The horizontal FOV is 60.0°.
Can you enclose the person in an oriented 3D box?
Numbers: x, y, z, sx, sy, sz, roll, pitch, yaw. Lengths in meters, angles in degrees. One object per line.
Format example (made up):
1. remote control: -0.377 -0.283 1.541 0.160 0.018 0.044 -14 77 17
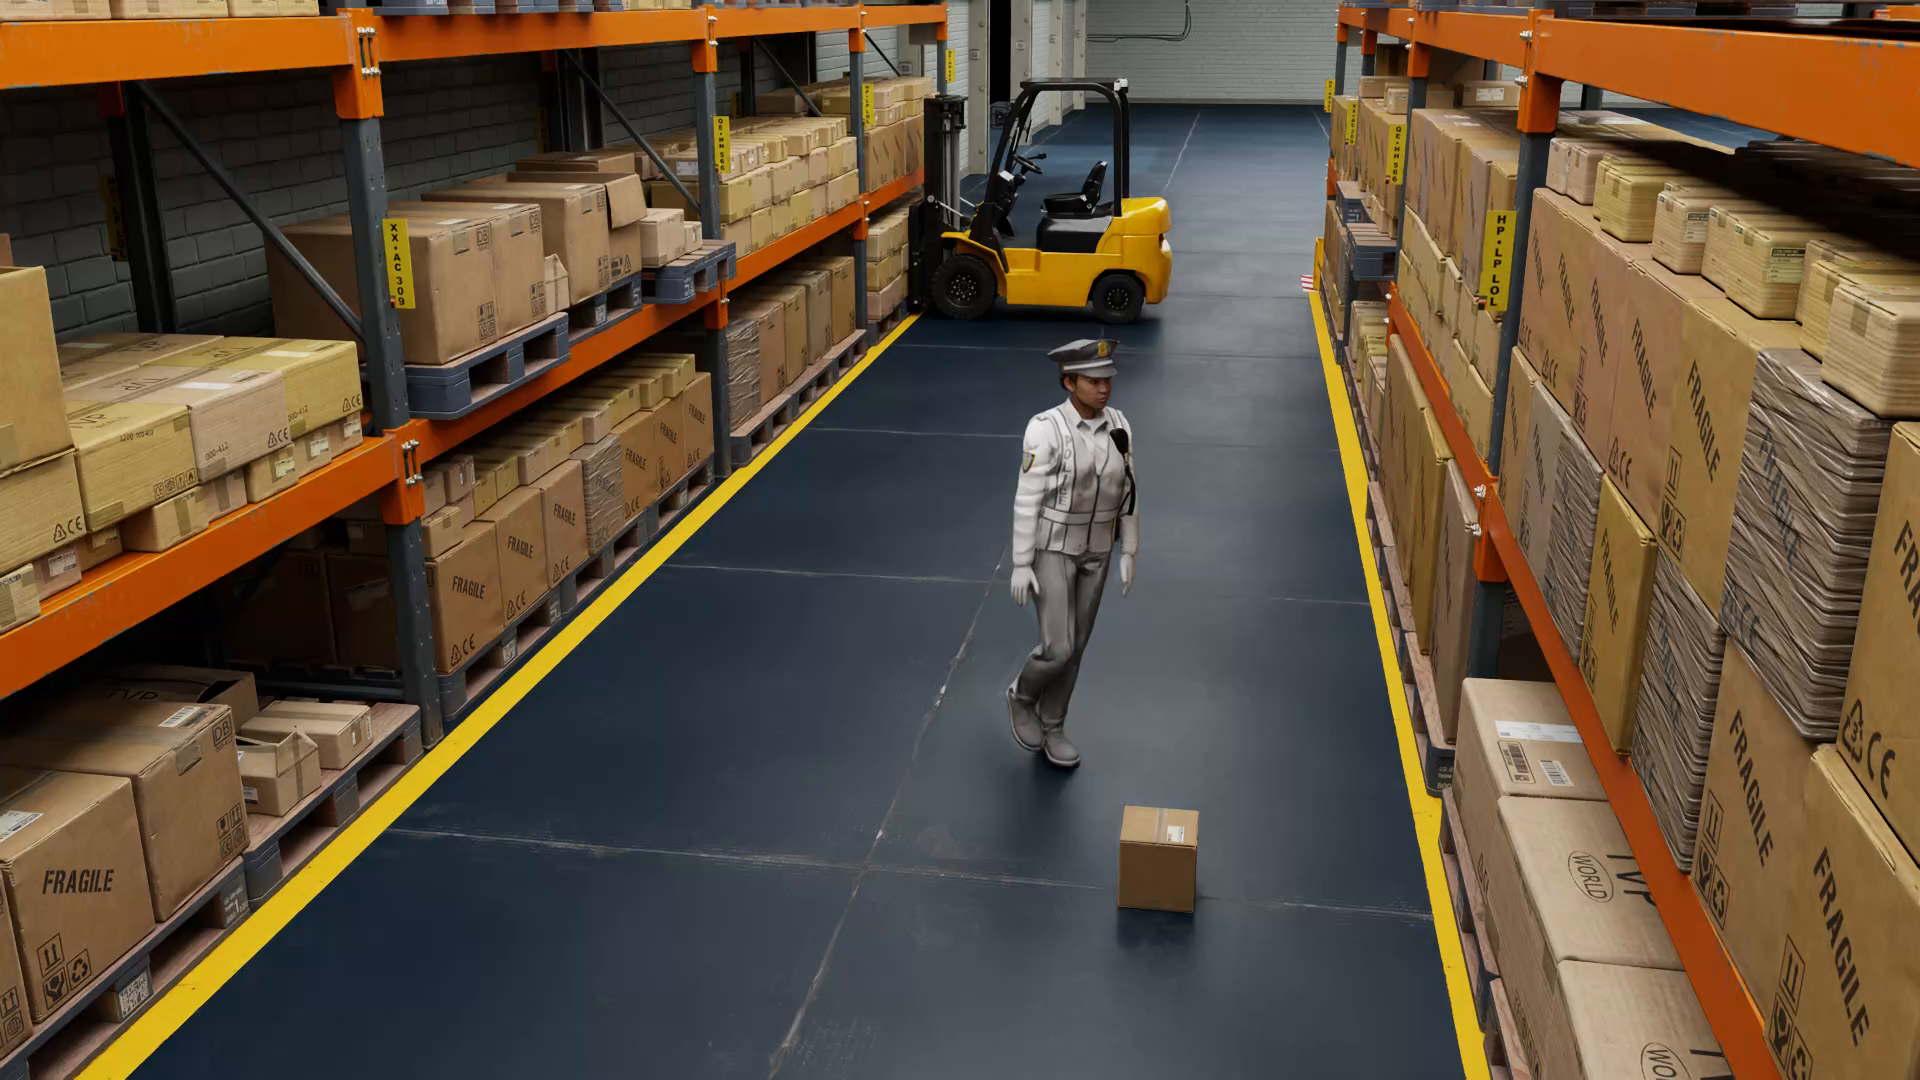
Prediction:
1. person: 0.417 0.050 6.306 0.551 1.676 0.442 -9 20 -26
